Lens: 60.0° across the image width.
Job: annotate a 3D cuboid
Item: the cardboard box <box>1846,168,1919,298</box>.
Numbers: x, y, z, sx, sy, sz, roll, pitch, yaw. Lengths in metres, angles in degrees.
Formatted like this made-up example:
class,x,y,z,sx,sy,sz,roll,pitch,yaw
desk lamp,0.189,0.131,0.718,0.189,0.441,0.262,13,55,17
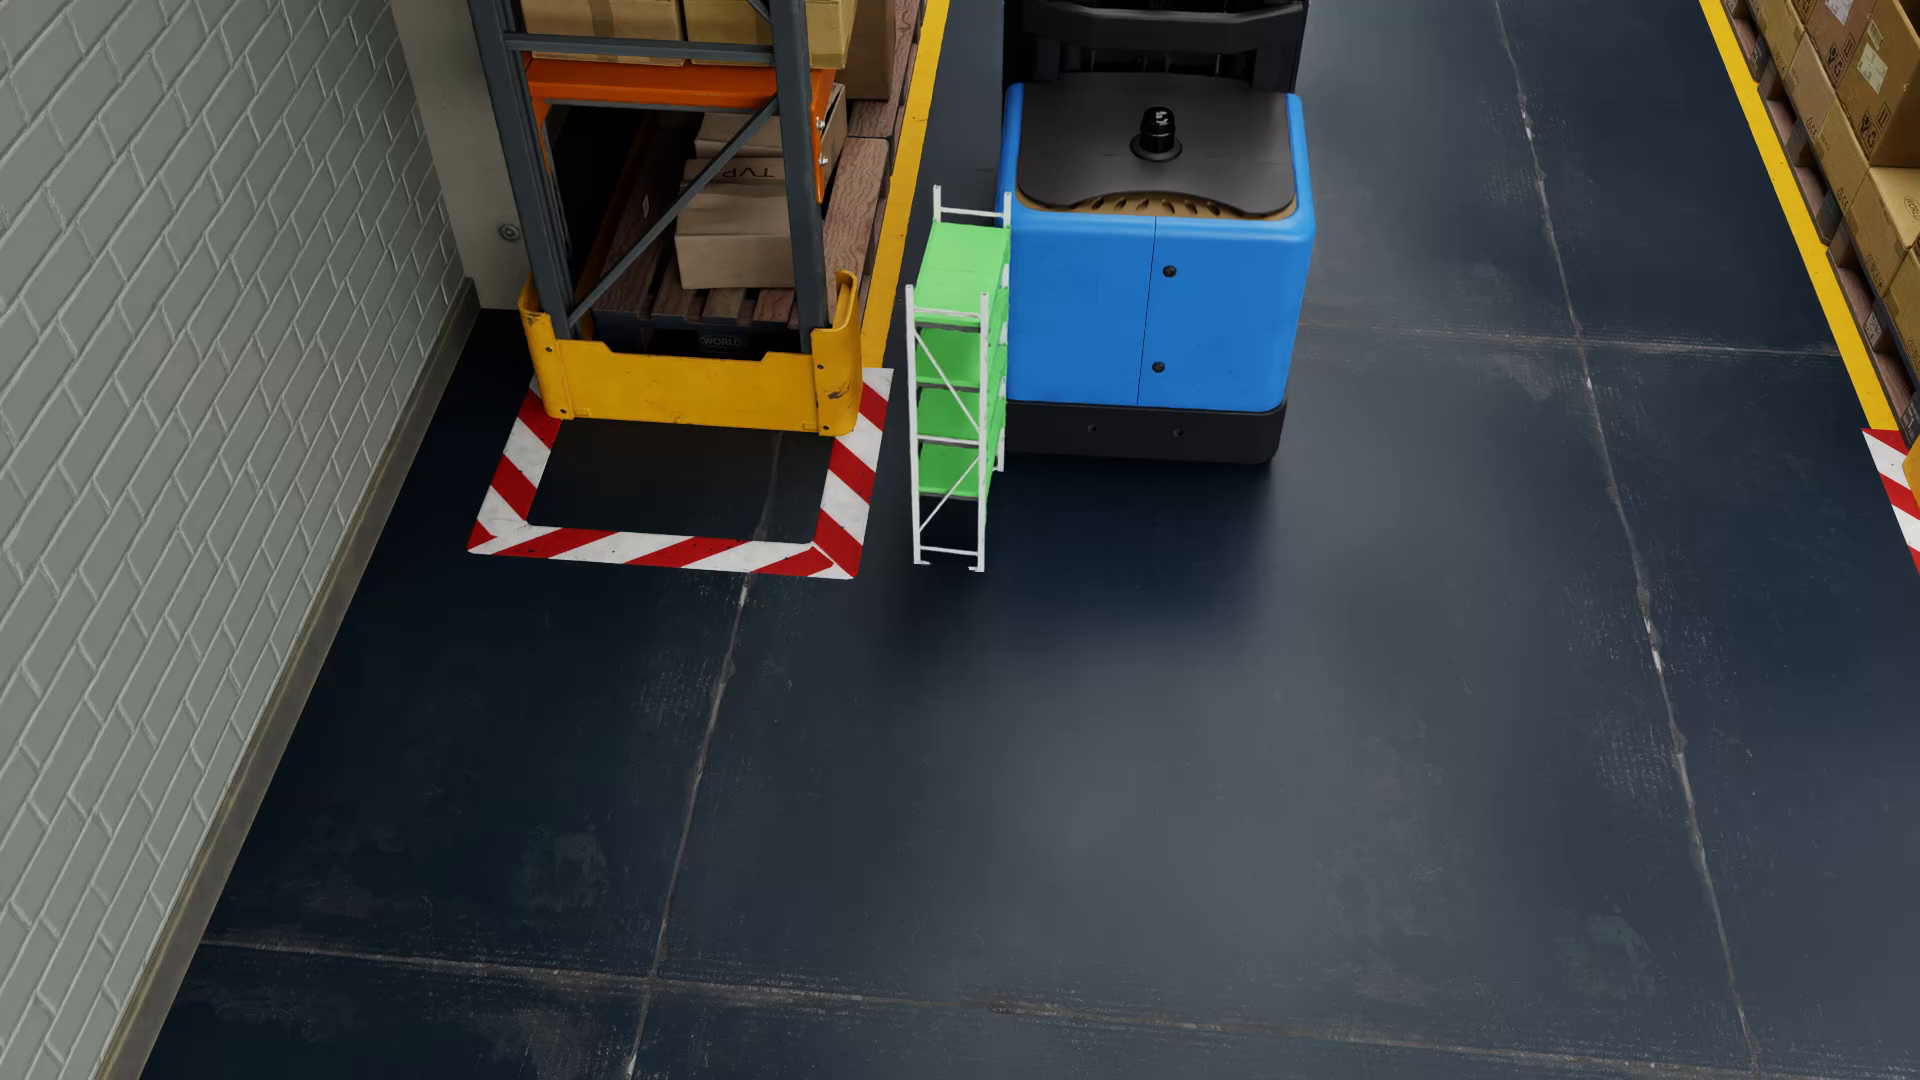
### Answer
class,x,y,z,sx,sy,sz,roll,pitch,yaw
cardboard box,3.755,-1.164,6.361,0.500,0.250,0.500,4,48,4

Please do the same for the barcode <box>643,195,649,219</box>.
class,x,y,z,sx,sy,sz,roll,pitch,yaw
barcode,-1.210,-1.285,6.411,0.001,0.075,0.075,4,48,4

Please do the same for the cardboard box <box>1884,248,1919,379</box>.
class,x,y,z,sx,sy,sz,roll,pitch,yaw
cardboard box,3.722,-0.796,6.024,0.500,0.250,0.500,4,48,4

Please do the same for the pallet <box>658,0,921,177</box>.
class,x,y,z,sx,sy,sz,roll,pitch,yaw
pallet,-0.736,-2.102,7.529,1.003,0.211,1.213,4,48,4

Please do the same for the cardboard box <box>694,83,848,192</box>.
class,x,y,z,sx,sy,sz,roll,pitch,yaw
cardboard box,-0.762,-1.661,6.760,0.500,0.311,0.500,7,48,7

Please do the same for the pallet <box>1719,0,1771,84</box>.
class,x,y,z,sx,sy,sz,roll,pitch,yaw
pallet,4.218,-2.585,7.971,1.003,0.211,1.213,4,48,4

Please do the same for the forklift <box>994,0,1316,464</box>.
class,x,y,z,sx,sy,sz,roll,pitch,yaw
forklift,0.719,-2.347,5.910,1.130,2.935,3.031,3,48,3

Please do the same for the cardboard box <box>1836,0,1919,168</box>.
class,x,y,z,sx,sy,sz,roll,pitch,yaw
cardboard box,3.796,-1.785,6.420,0.500,0.500,0.500,4,48,4

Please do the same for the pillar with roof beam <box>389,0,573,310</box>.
class,x,y,z,sx,sy,sz,roll,pitch,yaw
pillar with roof beam,2.523,-3.806,3.133,9.100,9.000,0.400,4,48,4

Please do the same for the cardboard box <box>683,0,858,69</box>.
class,x,y,z,sx,sy,sz,roll,pitch,yaw
cardboard box,-0.606,-1.792,5.444,0.500,0.250,0.500,3,48,2

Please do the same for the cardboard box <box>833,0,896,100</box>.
class,x,y,z,sx,sy,sz,roll,pitch,yaw
cardboard box,-0.645,-2.260,7.181,0.700,0.500,0.500,1,48,1

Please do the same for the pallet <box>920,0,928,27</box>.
class,x,y,z,sx,sy,sz,roll,pitch,yaw
pallet,-0.628,-3.001,8.352,1.003,0.211,1.213,4,48,4

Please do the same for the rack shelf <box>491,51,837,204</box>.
class,x,y,z,sx,sy,sz,roll,pitch,yaw
rack shelf,-0.784,-2.725,6.698,1.077,0.370,4.000,4,48,4

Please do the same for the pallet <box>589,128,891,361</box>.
class,x,y,z,sx,sy,sz,roll,pitch,yaw
pallet,-0.850,-1.208,6.712,1.003,0.211,1.213,4,48,4

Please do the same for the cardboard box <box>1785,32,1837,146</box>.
class,x,y,z,sx,sy,sz,roll,pitch,yaw
cardboard box,3.847,-1.899,7.033,0.500,0.250,0.500,4,48,4

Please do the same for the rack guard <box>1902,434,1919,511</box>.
class,x,y,z,sx,sy,sz,roll,pitch,yaw
rack guard,3.965,-0.307,5.692,1.175,0.500,0.348,4,48,4

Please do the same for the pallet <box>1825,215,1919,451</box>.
class,x,y,z,sx,sy,sz,roll,pitch,yaw
pallet,3.995,-0.792,6.331,1.003,0.211,1.213,4,48,4

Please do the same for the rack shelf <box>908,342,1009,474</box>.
class,x,y,z,sx,sy,sz,roll,pitch,yaw
rack shelf,0.000,-0.448,5.433,0.258,0.148,0.480,7,48,6

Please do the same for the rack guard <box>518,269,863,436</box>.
class,x,y,z,sx,sy,sz,roll,pitch,yaw
rack guard,-0.959,-0.711,6.061,1.175,0.500,0.348,4,48,4

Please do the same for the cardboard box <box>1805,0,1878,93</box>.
class,x,y,z,sx,sy,sz,roll,pitch,yaw
cardboard box,3.843,-2.152,6.756,0.500,0.500,0.500,4,48,4

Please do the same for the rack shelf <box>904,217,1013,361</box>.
class,x,y,z,sx,sy,sz,roll,pitch,yaw
rack shelf,0.000,-0.772,5.079,0.258,0.148,0.480,7,48,6

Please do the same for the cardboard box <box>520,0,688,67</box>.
class,x,y,z,sx,sy,sz,roll,pitch,yaw
cardboard box,-1.117,-1.811,5.462,0.500,0.250,0.500,4,48,4

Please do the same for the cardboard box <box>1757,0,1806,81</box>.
class,x,y,z,sx,sy,sz,roll,pitch,yaw
cardboard box,3.886,-2.267,7.369,0.500,0.250,0.500,4,48,4

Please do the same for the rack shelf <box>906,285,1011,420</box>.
class,x,y,z,sx,sy,sz,roll,pitch,yaw
rack shelf,0.000,-0.610,5.256,0.258,0.148,0.480,7,48,6

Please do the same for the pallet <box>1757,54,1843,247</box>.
class,x,y,z,sx,sy,sz,roll,pitch,yaw
pallet,4.109,-1.686,7.149,1.003,0.211,1.213,4,48,4

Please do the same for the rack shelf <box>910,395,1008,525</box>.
class,x,y,z,sx,sy,sz,roll,pitch,yaw
rack shelf,0.000,-0.286,5.610,0.258,0.148,0.480,7,48,6

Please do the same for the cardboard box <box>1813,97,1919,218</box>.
class,x,y,z,sx,sy,sz,roll,pitch,yaw
cardboard box,3.799,-1.532,6.697,0.500,0.250,0.500,4,48,4

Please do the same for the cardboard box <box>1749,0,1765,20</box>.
class,x,y,z,sx,sy,sz,roll,pitch,yaw
cardboard box,3.937,-2.634,7.705,0.500,0.250,0.500,4,48,4

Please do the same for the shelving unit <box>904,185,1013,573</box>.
class,x,y,z,sx,sy,sz,roll,pitch,yaw
shelving unit,0.000,-0.491,5.386,0.258,1.200,0.503,7,48,6

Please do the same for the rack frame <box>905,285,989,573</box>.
class,x,y,z,sx,sy,sz,roll,pitch,yaw
rack frame,-0.038,-0.313,5.223,0.240,1.200,0.015,7,48,6

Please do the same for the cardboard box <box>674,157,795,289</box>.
class,x,y,z,sx,sy,sz,roll,pitch,yaw
cardboard box,-0.814,-1.242,6.377,0.500,0.311,0.500,-1,48,-1

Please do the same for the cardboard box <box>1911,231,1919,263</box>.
class,x,y,z,sx,sy,sz,roll,pitch,yaw
cardboard box,3.720,-1.049,5.747,0.500,0.500,0.500,4,48,4

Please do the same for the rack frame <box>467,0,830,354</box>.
class,x,y,z,sx,sy,sz,roll,pitch,yaw
rack frame,-0.966,-1.499,5.088,1.000,3.000,0.127,4,48,4

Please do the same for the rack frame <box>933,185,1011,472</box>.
class,x,y,z,sx,sy,sz,roll,pitch,yaw
rack frame,0.037,-0.669,5.549,0.240,1.200,0.015,7,48,6

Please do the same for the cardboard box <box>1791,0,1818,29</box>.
class,x,y,z,sx,sy,sz,roll,pitch,yaw
cardboard box,3.887,-2.520,7.093,0.500,0.500,0.500,4,48,4
